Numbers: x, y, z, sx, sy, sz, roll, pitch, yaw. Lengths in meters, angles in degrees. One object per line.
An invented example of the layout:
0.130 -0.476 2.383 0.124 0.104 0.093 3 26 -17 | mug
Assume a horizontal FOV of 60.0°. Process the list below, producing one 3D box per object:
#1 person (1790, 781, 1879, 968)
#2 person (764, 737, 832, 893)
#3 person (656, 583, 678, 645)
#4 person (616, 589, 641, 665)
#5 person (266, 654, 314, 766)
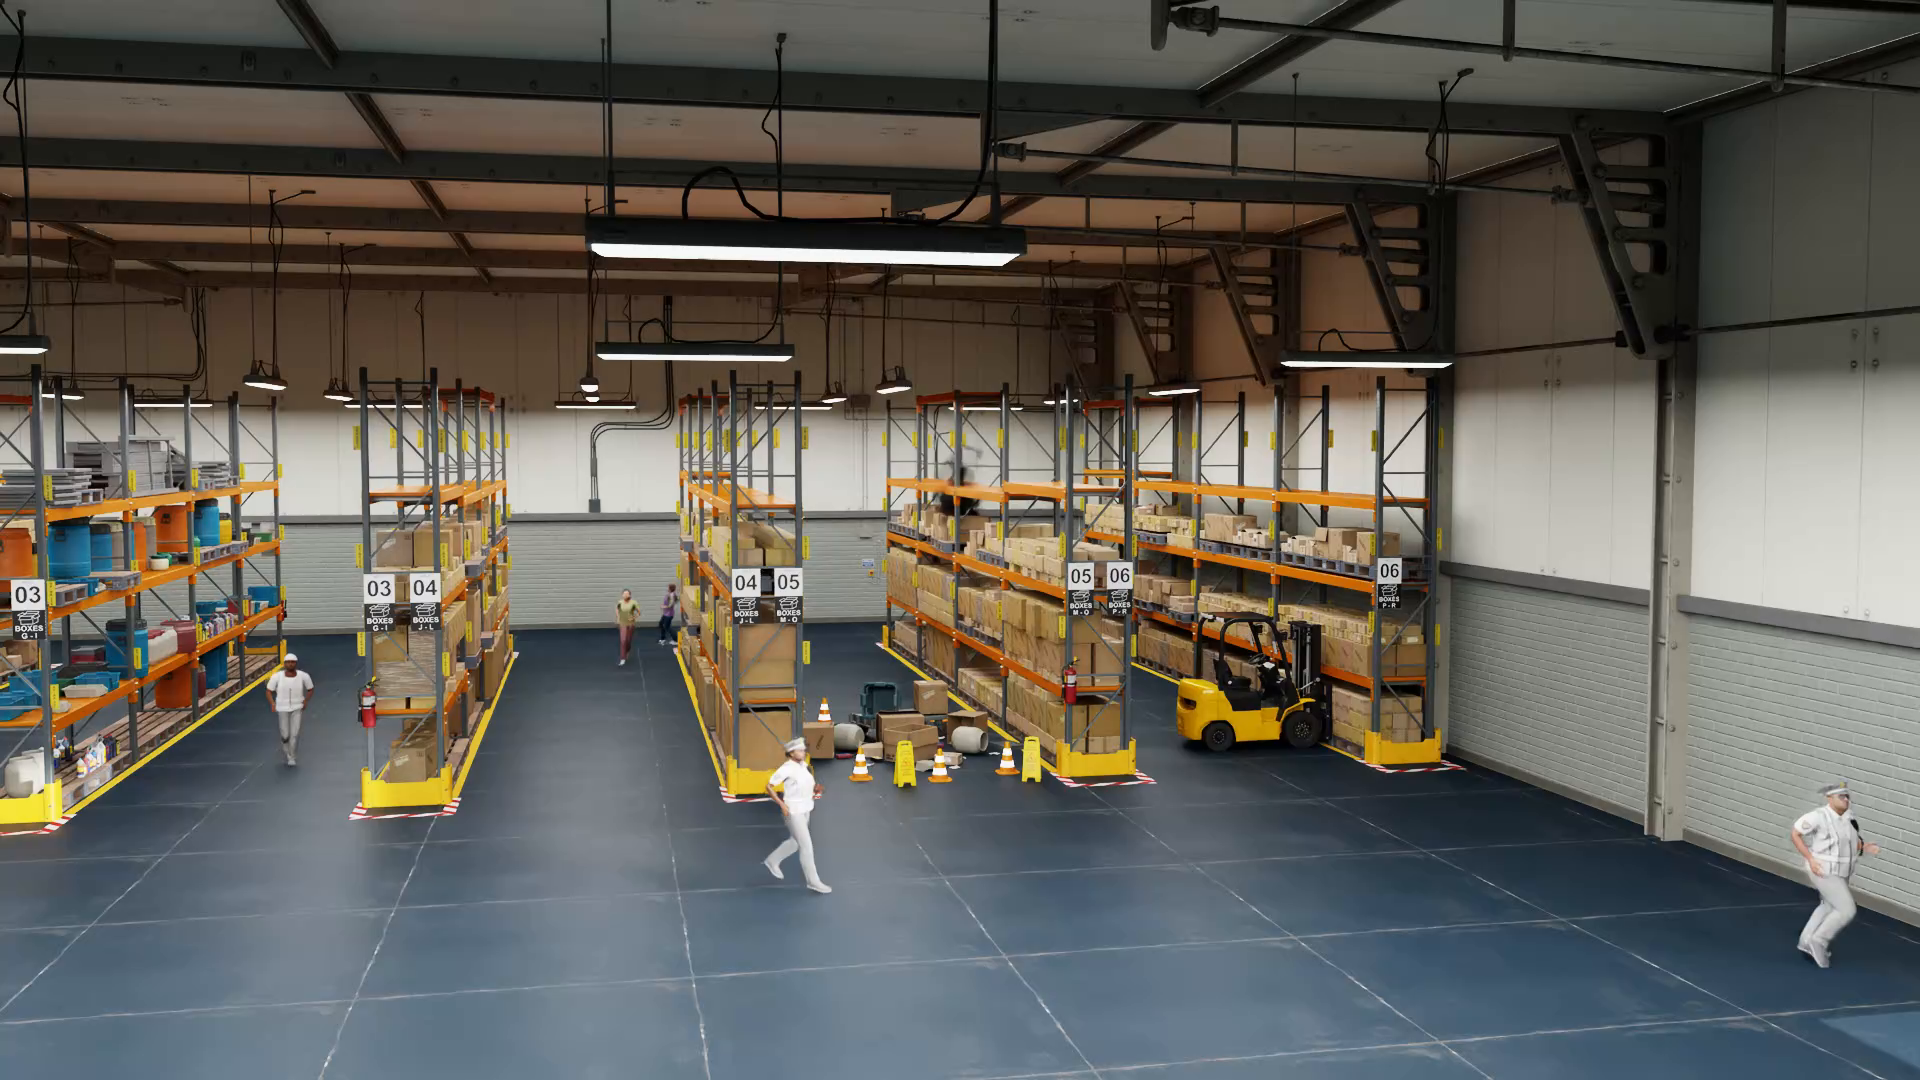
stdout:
8.372 3.189 15.891 0.616 1.811 0.709 -2 4 -32 | person
-1.824 3.035 18.521 0.941 1.675 0.574 2 4 25 | person
-7.130 1.827 40.534 0.576 1.567 0.665 0 3 -8 | person
-7.487 1.937 37.567 0.586 1.691 0.829 0 3 -5 | person
-10.391 2.616 25.804 0.689 1.725 0.677 -1 4 -23 | person
